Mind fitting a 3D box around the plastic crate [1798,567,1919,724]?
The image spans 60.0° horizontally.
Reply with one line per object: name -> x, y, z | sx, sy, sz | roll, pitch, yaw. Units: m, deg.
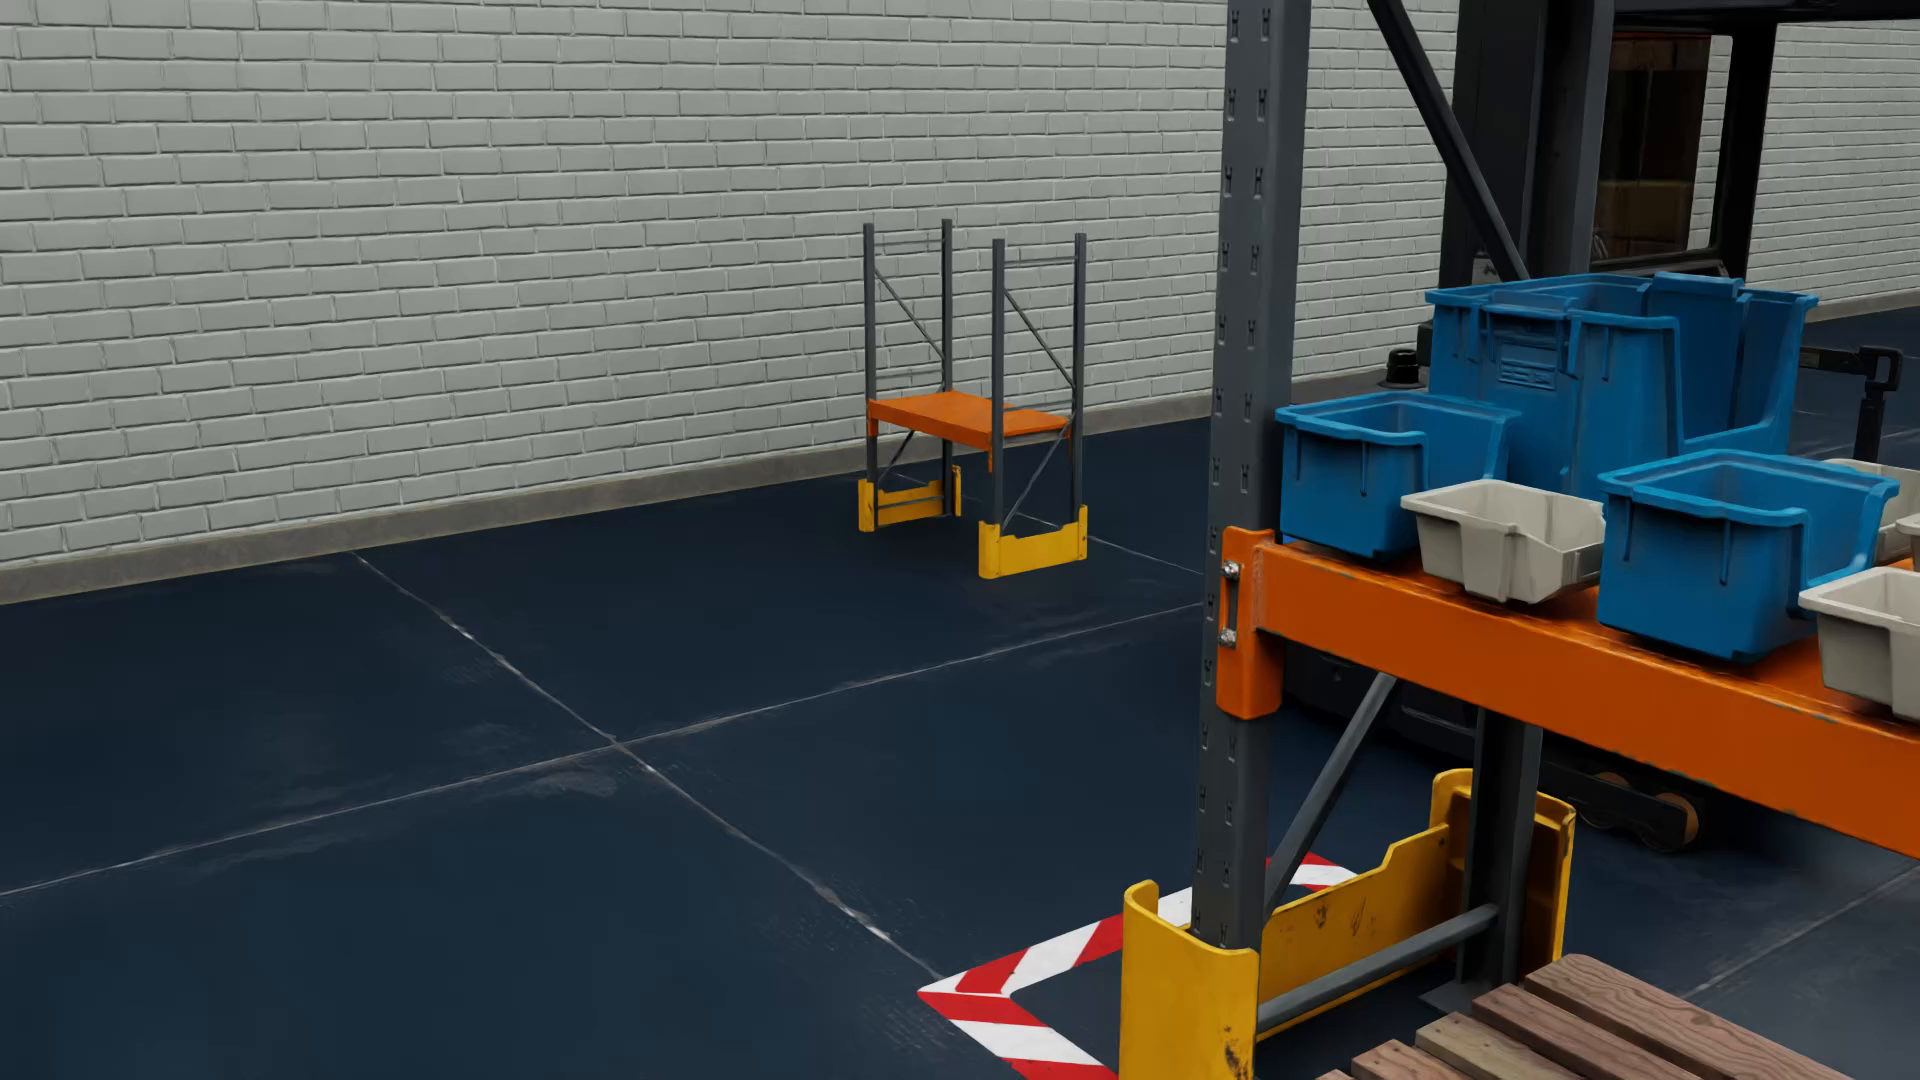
plastic crate -> 1.314, 0.152, 2.223 | 0.250, 0.136, 0.298 | -11, 19, -35

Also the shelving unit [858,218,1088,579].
shelving unit -> 0.045, -0.707, 7.819 | 0.587, 1.500, 1.083 | -11, 19, -35

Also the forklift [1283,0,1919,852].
forklift -> 2.258, -0.663, 4.947 | 1.130, 2.935, 3.031 | -12, 19, -37

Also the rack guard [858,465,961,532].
rack guard -> -0.248, -0.211, 8.372 | 0.587, 0.250, 0.087 | -11, 19, -35

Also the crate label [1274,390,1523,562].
crate label -> 0.793, -0.120, 3.037 | 0.416, 0.233, 0.303 | -11, 19, -35

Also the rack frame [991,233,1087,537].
rack frame -> 0.349, -0.597, 7.415 | 0.500, 1.500, 0.032 | -11, 19, -35

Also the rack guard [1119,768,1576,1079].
rack guard -> 0.890, 0.927, 3.743 | 1.175, 0.500, 0.348 | -11, 19, -35

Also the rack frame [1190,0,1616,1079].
rack frame -> 0.914, -0.276, 3.402 | 1.000, 3.000, 0.127 | -11, 19, -35

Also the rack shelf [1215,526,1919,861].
rack shelf -> 2.090, 0.498, 1.937 | 1.077, 0.370, 4.000 | -11, 19, -35

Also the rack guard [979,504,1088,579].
rack guard -> 0.338, 0.002, 7.595 | 0.587, 0.250, 0.087 | -11, 19, -35

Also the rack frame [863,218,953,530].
rack frame -> -0.249, -0.814, 8.208 | 0.500, 1.500, 0.032 | -11, 19, -35

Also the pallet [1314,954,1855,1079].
pallet -> 1.368, 1.251, 3.105 | 1.003, 0.211, 1.213 | -11, 19, -35

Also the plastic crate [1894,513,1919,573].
plastic crate -> 1.699, 0.033, 2.661 | 0.396, 0.136, 0.243 | -11, 19, -35

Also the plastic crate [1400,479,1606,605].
plastic crate -> 0.915, 0.008, 2.752 | 0.250, 0.136, 0.298 | -11, 19, -35

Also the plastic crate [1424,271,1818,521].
plastic crate -> 1.262, -0.279, 3.234 | 0.616, 0.435, 0.499 | -11, 19, -35

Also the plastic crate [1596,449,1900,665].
plastic crate -> 1.180, 0.020, 2.523 | 0.416, 0.233, 0.300 | -11, 19, -35

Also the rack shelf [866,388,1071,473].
rack shelf -> 0.050, -0.532, 7.859 | 0.538, 0.185, 1.000 | -11, 19, -35

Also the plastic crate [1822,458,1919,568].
plastic crate -> 1.540, -0.032, 2.895 | 0.396, 0.136, 0.243 | -11, 19, -35
